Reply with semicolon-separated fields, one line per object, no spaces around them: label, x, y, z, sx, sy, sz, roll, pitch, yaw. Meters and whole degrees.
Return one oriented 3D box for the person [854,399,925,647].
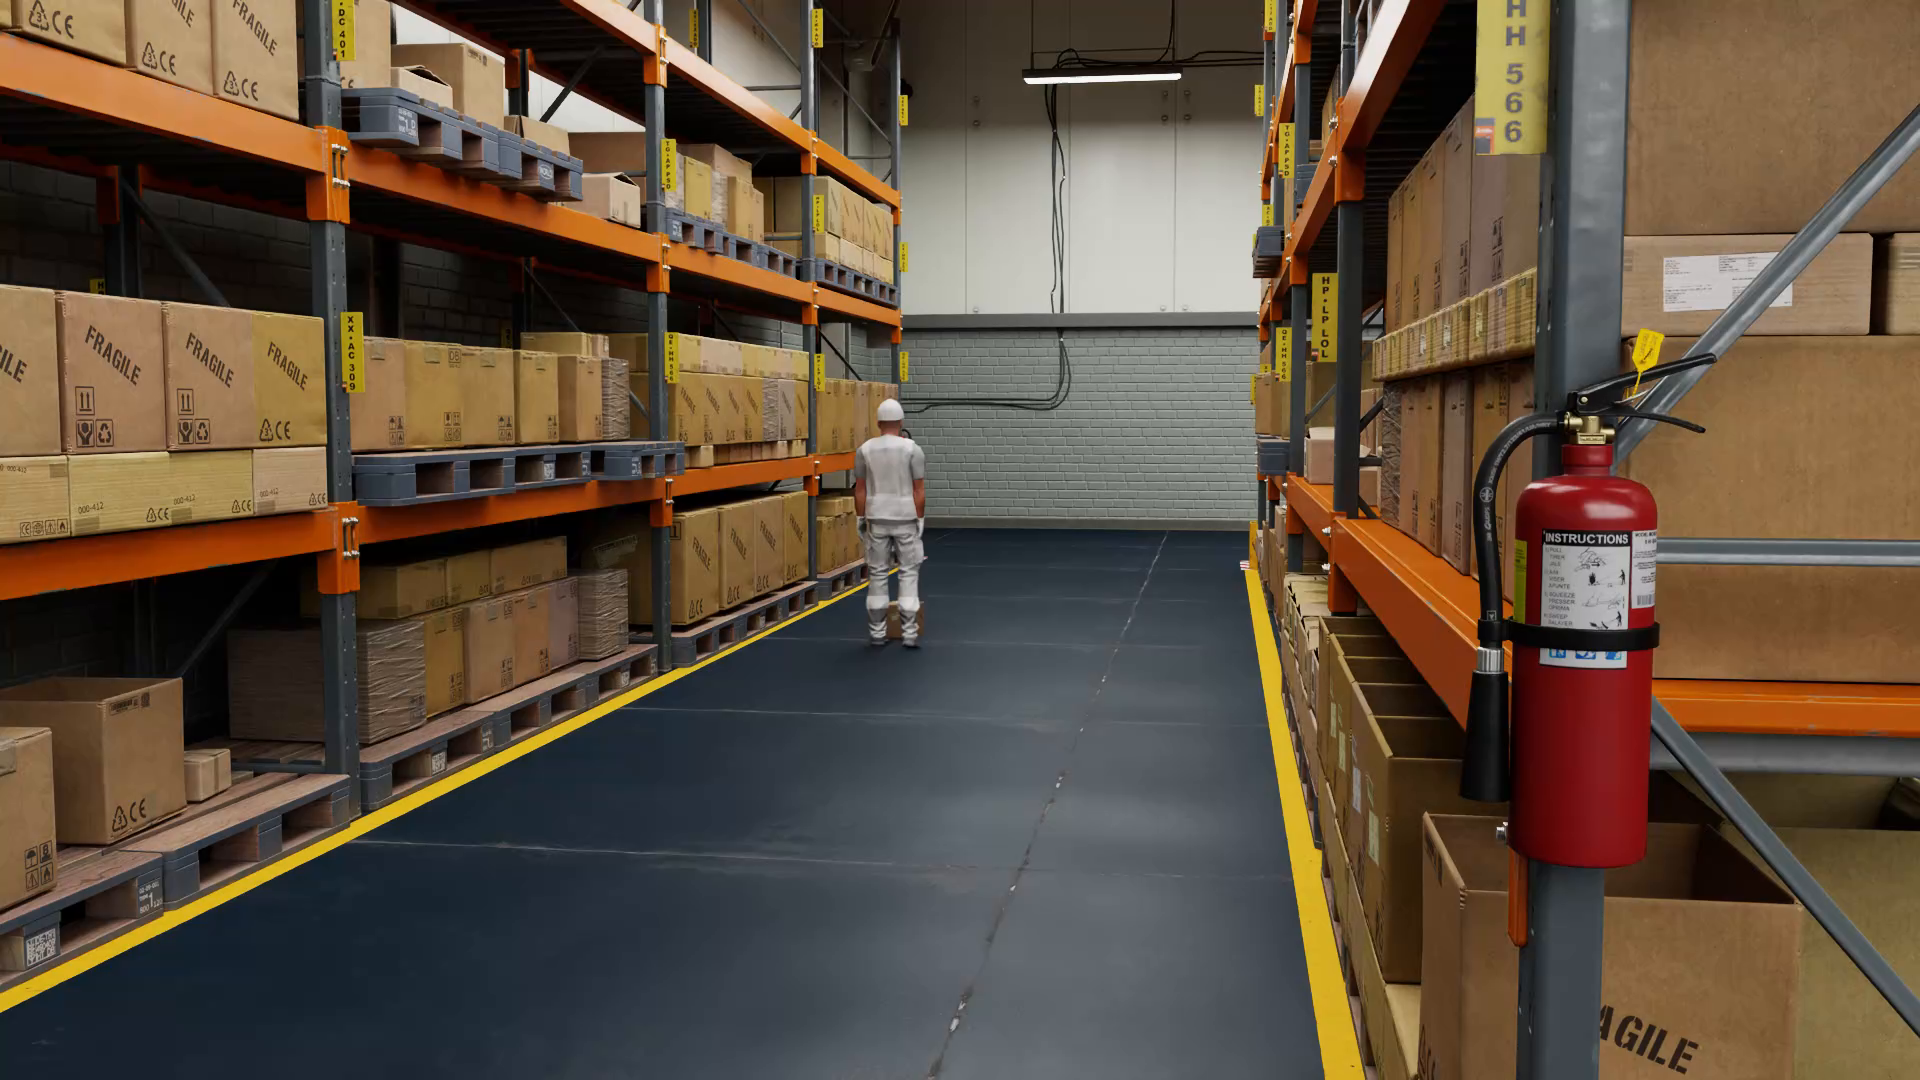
person;-0.499;-0.102;12.074;0.524;1.836;0.353;1;4;10
